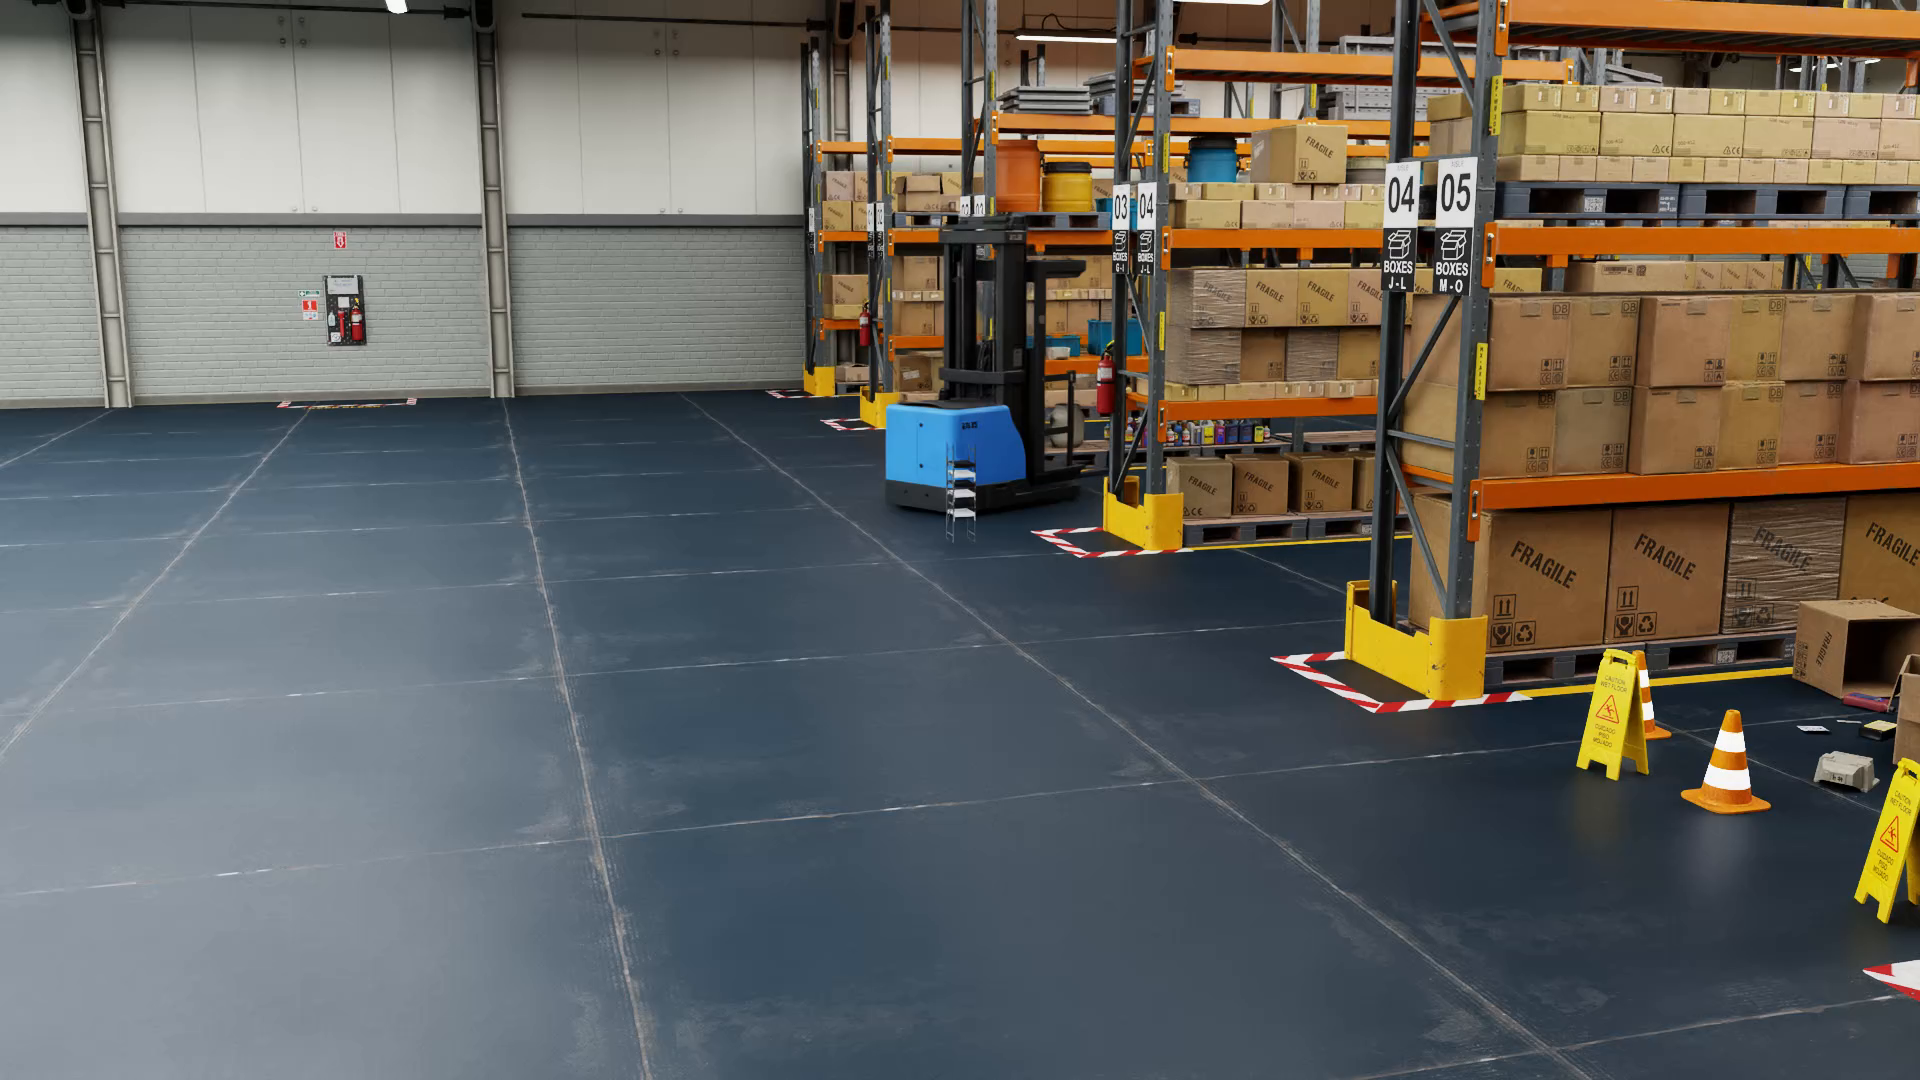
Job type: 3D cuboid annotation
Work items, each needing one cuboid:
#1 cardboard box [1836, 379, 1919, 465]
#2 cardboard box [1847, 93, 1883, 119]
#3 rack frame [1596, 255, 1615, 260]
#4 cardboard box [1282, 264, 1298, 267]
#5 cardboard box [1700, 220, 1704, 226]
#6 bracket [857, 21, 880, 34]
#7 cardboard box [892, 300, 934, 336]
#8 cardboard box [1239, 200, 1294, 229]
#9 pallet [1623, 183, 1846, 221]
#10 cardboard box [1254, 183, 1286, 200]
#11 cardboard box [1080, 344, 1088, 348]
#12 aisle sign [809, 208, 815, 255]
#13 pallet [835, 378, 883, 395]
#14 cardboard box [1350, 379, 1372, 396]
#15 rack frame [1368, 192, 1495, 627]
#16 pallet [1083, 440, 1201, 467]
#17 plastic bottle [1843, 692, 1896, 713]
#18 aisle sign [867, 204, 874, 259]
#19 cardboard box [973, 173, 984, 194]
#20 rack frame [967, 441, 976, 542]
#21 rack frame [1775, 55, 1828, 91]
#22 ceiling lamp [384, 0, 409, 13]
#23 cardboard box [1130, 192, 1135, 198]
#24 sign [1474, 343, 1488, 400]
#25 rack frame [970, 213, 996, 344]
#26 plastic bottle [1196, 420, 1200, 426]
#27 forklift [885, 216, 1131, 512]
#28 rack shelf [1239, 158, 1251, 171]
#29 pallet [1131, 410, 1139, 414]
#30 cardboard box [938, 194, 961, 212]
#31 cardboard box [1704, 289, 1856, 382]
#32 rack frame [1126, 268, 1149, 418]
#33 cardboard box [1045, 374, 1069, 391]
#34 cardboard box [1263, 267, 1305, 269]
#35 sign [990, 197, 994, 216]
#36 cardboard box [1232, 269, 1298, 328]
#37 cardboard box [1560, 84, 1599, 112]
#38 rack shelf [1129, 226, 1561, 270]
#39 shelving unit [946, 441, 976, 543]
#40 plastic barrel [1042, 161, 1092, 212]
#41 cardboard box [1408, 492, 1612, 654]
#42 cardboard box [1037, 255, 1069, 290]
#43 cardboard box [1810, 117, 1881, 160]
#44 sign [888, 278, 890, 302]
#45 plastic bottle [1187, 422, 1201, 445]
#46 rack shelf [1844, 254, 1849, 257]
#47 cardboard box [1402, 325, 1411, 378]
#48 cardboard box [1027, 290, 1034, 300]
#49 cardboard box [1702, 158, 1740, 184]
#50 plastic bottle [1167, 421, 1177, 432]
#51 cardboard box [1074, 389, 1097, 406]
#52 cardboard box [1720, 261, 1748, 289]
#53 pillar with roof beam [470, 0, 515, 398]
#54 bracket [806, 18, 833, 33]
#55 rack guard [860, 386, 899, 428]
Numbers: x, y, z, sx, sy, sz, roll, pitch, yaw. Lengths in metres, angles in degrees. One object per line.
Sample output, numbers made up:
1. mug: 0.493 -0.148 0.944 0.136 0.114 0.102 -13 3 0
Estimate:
1. cardboard box: 5.855 -0.839 11.106 0.550 0.550 0.875 -3 11 -16
2. cardboard box: 5.493 -2.691 10.356 0.250 0.149 0.380 -3 11 -16
3. rack frame: 12.807 -4.875 33.447 0.127 3.000 1.000 -3 11 -16
4. cardboard box: 6.150 -5.050 31.172 0.500 0.250 0.500 -3 11 -17
5. cardboard box: 7.773 -3.255 16.778 0.500 0.250 0.500 -3 11 -15
6. bracket: -1.627 -8.931 28.968 0.430 0.232 0.235 -3 11 -16
7. cardboard box: -0.715 -3.275 24.479 0.500 0.500 0.700 -3 11 -16
8. cardboard box: 2.627 -2.890 14.795 0.500 0.250 0.500 -3 11 -17
9. pallet: 4.770 -2.148 10.594 1.213 0.211 1.003 -3 11 -16
10. cardboard box: 2.693 -3.085 14.753 0.250 0.149 0.380 -3 11 -14
11. cardboard box: 2.409 -3.687 30.609 0.500 0.250 0.500 -3 11 -17
12. aisle sign: -2.540 -5.288 28.510 0.004 0.787 0.394 -3 11 -16
13. pallet: -1.692 -2.733 29.512 1.213 0.211 1.003 -3 11 -16
14. cardboard box: 3.609 -1.426 15.407 0.250 0.149 0.380 -3 11 -16
15. rack frame: 2.888 -0.615 10.305 0.127 3.000 1.000 -3 11 -16
16. pallet: 2.224 -1.085 20.561 1.213 0.211 1.003 -3 11 -16
17. plastic bottle: 5.397 0.966 9.832 0.133 0.061 0.283 -8 13 -36
18. aisle sign: -1.312 -4.531 24.396 0.004 0.787 0.394 -3 11 -16
19. cardboard box: 0.354 -6.192 29.220 0.500 0.500 0.500 -2 11 -13
20. rack frame: 0.105 -0.448 15.199 0.006 0.900 0.240 -3 11 -16
21. rack frame: 14.195 -6.965 28.227 0.127 3.000 1.000 -3 11 -16
22. ceiling lamp: -7.916 -8.832 22.247 0.800 3.185 2.000 -3 11 -16
23. cardboard box: 3.017 -6.075 30.243 0.500 0.500 0.500 -3 11 -18
24. sign: 3.037 -0.983 9.694 0.005 0.325 0.100 -3 11 -16
25. rack frame: 0.214 -2.343 19.694 0.127 3.000 1.000 -3 11 -16
26. plastic bottle: 2.969 -1.334 20.498 0.133 0.283 0.061 -3 11 -16
27. forklift: 0.617 -1.891 17.426 1.130 2.935 3.031 10 14 43
28. rack shelf: 7.046 -6.971 31.356 4.000 0.370 1.077 -3 11 -16
29. pallet: 3.370 -2.080 25.963 1.213 0.211 1.003 -3 11 -16
30. cardboard box: -0.135 -4.985 24.629 0.500 0.250 0.500 -3 11 -16
31. cardboard box: 5.312 -1.358 10.945 0.550 0.550 0.875 -3 11 -16
32. rack frame: 2.674 -3.407 25.471 0.127 3.000 1.000 -3 11 -16
33. cardboard box: 1.327 -2.519 25.013 0.500 0.500 0.500 -3 11 -16
34. cardboard box: 3.016 -2.291 15.553 0.500 0.500 0.500 -3 11 -16
35. sign: 0.363 -3.727 18.901 0.005 0.325 0.100 -3 11 -16
36. cardboard box: 2.685 -2.174 14.915 0.500 0.500 0.500 -3 11 -16
37. cardboard box: 3.538 -2.588 9.796 0.250 0.149 0.380 -3 11 -16
38. rack shelf: 3.519 -2.705 15.360 4.000 0.370 1.077 -3 11 -16
39. shelving unit: 0.008 -0.443 15.171 0.210 0.900 0.258 -3 11 -16
40. plastic barrel: 1.273 -4.197 19.800 0.600 0.588 0.600 0 10 0
41. cardboard box: 3.520 0.178 10.708 0.875 0.875 0.875 -3 11 -16
42. cardboard box: 1.283 -4.020 24.940 0.500 0.500 0.700 -3 11 -16
43. cardboard box: 5.361 -2.501 10.421 0.500 0.250 0.500 -3 11 -16
44. sign: -1.018 -3.572 23.761 0.005 0.325 0.100 -3 11 -16
45. plastic bottle: 2.865 -1.306 20.368 0.135 0.276 0.152 -3 11 -15
46. rack shelf: 13.656 -4.173 23.336 4.000 0.370 1.077 -3 11 -16
47. cardboard box: 4.048 -1.806 15.678 0.500 0.500 0.875 -3 11 -16
48. cardboard box: 0.999 -3.646 24.703 0.250 0.149 0.380 -3 11 -14
49. cardboard box: 4.518 -2.248 10.148 0.250 0.149 0.380 -3 11 -16
50. plastic bottle: 2.640 -1.398 20.868 0.135 0.276 0.152 -3 11 -16
51. cardboard box: 1.807 -2.176 25.220 0.500 0.250 0.500 -3 11 -16
52. cardboard box: 12.863 -4.432 28.002 0.500 0.500 0.500 -3 11 -14
53. pillar with roof beam: -6.682 -6.150 23.800 0.548 9.000 9.100 -3 11 -16
54. bracket: -2.424 -8.889 28.739 0.430 0.232 0.235 -3 11 -16
55. rack guard: -1.190 -1.974 24.592 0.348 0.500 1.175 -3 11 -16
